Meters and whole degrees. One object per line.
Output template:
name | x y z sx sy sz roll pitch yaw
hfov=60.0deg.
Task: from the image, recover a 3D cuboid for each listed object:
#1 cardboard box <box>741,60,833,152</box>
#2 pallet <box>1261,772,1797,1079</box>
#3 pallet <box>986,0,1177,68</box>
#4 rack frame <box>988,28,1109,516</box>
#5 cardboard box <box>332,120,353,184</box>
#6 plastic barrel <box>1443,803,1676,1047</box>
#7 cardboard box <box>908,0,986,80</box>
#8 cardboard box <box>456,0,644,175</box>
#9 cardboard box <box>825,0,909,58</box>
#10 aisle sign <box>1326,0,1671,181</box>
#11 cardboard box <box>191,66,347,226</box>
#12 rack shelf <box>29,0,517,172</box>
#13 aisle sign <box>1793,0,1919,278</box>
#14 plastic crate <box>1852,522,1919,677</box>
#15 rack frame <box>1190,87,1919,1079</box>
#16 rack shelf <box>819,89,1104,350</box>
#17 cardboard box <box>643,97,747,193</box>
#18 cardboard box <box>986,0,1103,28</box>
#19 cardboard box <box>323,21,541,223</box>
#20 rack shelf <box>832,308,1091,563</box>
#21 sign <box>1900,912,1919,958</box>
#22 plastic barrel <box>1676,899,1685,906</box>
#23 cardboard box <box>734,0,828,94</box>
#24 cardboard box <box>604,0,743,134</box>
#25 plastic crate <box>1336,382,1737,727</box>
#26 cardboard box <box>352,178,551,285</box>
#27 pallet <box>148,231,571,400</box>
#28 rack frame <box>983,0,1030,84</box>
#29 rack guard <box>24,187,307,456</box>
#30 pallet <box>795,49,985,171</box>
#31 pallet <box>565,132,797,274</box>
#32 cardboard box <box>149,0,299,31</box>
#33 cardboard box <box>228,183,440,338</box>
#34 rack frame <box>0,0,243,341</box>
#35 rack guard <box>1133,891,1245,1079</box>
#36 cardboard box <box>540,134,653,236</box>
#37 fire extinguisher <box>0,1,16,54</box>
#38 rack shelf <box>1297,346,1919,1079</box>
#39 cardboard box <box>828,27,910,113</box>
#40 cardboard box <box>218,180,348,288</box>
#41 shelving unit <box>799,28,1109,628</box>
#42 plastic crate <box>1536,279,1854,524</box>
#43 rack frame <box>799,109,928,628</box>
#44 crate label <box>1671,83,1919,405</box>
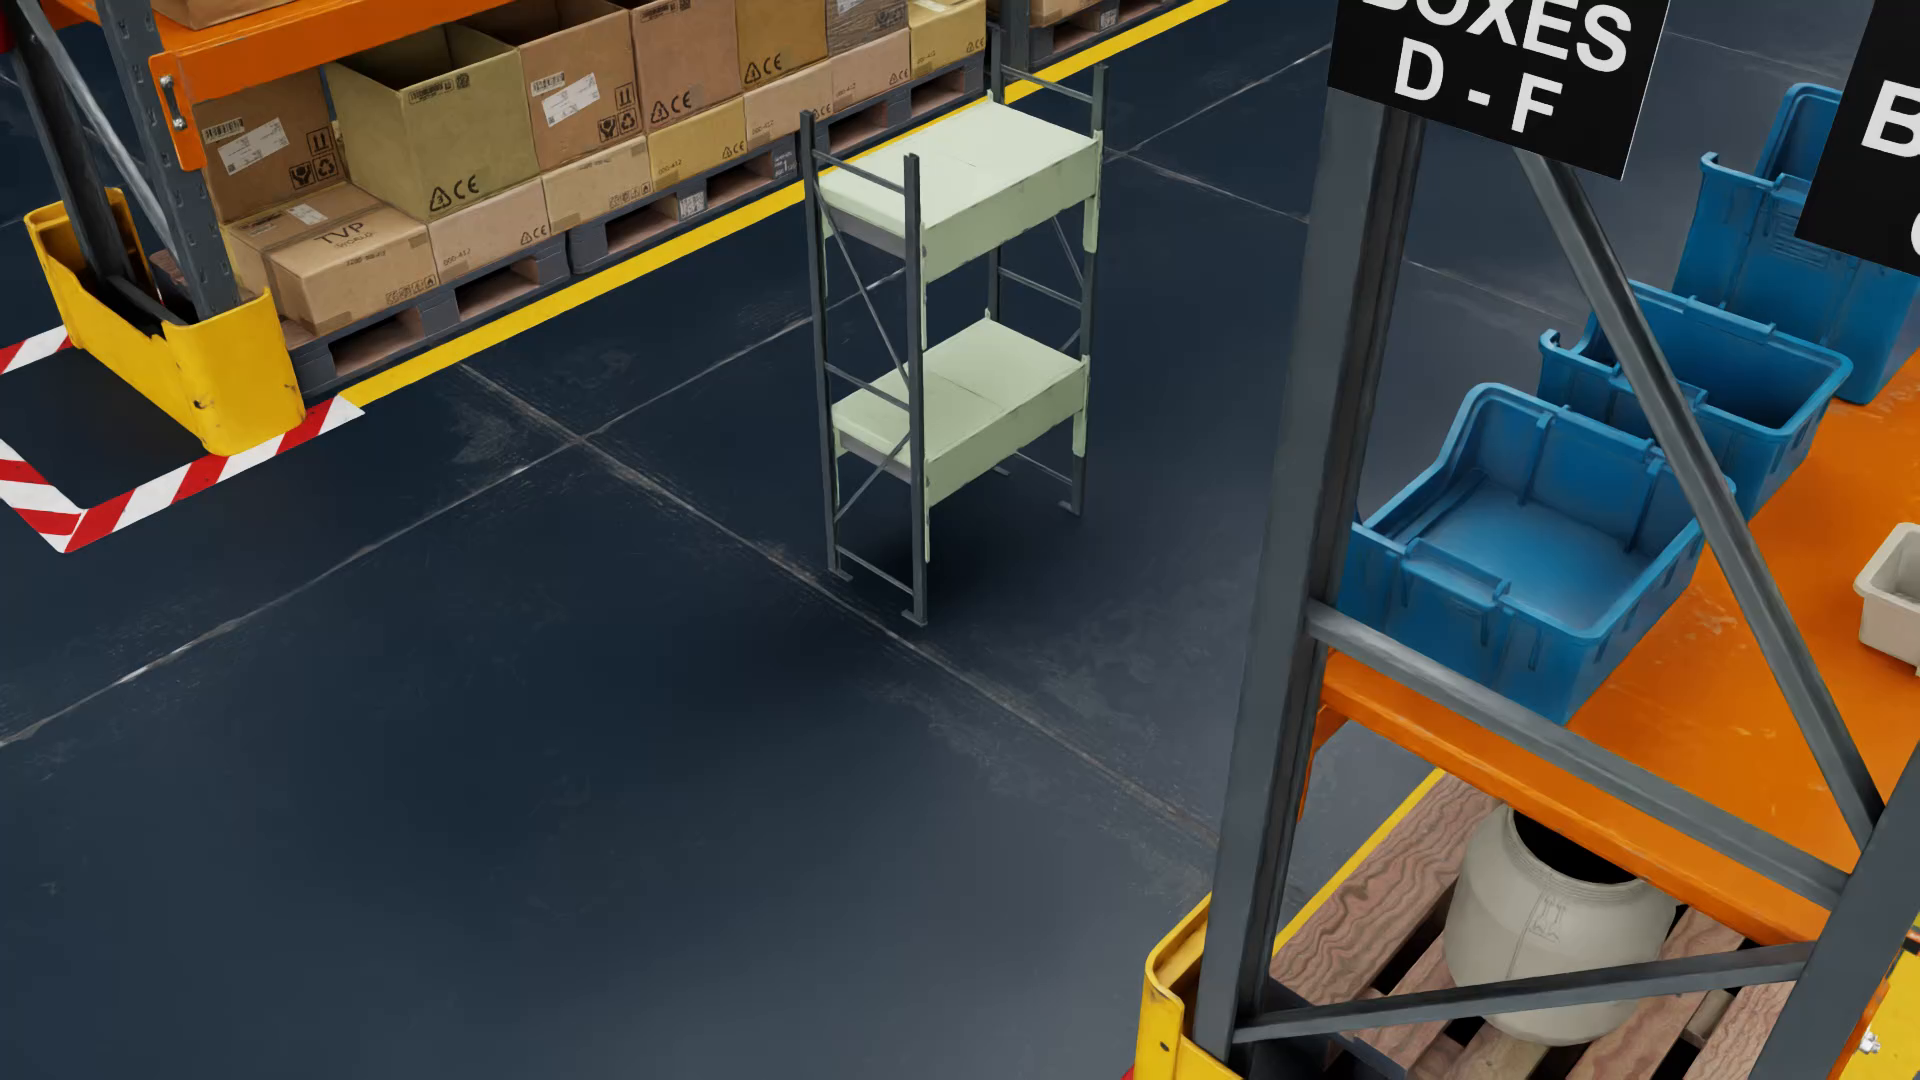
cardboard box | -0.899 -1.934 7.143 0.500 0.250 0.500 30 47 32
pallet | 1.447 0.973 3.856 1.003 0.211 1.213 30 47 32
pallet | 0.391 -2.875 8.696 1.003 0.211 1.213 30 47 32
rack frame | 0.242 -0.752 4.991 0.400 1.500 0.023 30 47 32
cardboard box | -2.303 -1.467 6.557 0.500 0.250 0.500 30 47 32
plastic barrel | 1.266 0.782 3.517 0.421 0.512 0.421 0 38 0
cardboard box | -0.228 -2.395 7.724 0.500 0.250 0.500 30 47 32
cardboard box | -1.586 -1.774 6.341 0.500 0.500 0.500 30 47 32
cardboard box | -0.574 -2.464 7.208 0.500 0.500 0.500 30 47 32
aisle sign | 0.611 -0.802 1.759 0.394 0.787 0.004 30 47 32
cardboard box | -2.633 -1.527 6.030 0.500 0.500 0.500 30 47 32
rack shelf | -1.426 -2.411 6.450 1.077 0.370 4.000 30 47 32
aisle sign | 1.046 -0.554 1.448 0.394 0.787 0.004 30 47 32
plastic crate | 1.720 0.135 2.882 0.298 0.136 0.250 30 47 32
rack frame | 0.881 0.309 2.451 0.949 2.616 0.053 30 47 32
rack shelf | -0.004 -0.889 4.536 0.431 0.370 0.720 30 47 32
cardboard box | -1.236 -1.704 6.854 0.500 0.250 0.500 30 47 32
cardboard box | 0.378 -2.781 8.209 0.500 0.250 0.500 28 47 31
cardboard box | -1.914 -1.539 6.045 0.500 0.500 0.500 30 47 32
rack shelf | -0.004 -0.329 4.982 0.431 0.370 0.720 30 47 32
sign | 1.281 0.432 2.074 0.100 0.325 0.005 30 47 32
plastic barrel | 1.604 0.552 3.807 0.421 0.512 0.421 0 38 0
cardboard box | -0.909 -2.232 6.917 0.500 0.500 0.500 30 47 32
cardboard box | -1.236 -1.997 6.620 0.500 0.500 0.500 30 47 32
plastic crate | 0.995 0.010 2.947 0.499 0.251 0.616 30 47 32
cardboard box | -1.915 -1.246 6.279 0.500 0.250 0.500 30 47 32
pallet | -2.290 -1.052 6.403 1.003 0.211 1.213 30 47 32
rack frame | -0.077 -3.612 7.382 1.000 3.000 0.127 30 47 32
rack guard | -2.792 -0.785 5.835 1.175 0.500 0.348 30 47 32
pallet | -0.644 -2.173 7.812 1.003 0.211 1.213 30 47 32
pallet | -1.467 -1.609 7.104 1.003 0.211 1.213 30 47 32
cardboard box | -2.451 -2.022 5.303 0.700 0.500 0.500 30 47 32
cardboard box | -2.249 -1.015 5.988 0.500 0.250 0.500 30 47 32
rack frame | -2.775 -1.774 5.071 1.000 3.000 0.127 30 47 32
rack guard | 0.895 1.231 3.300 1.175 0.500 0.348 30 47 32
cardboard box | -1.577 -1.476 6.568 0.500 0.250 0.500 30 47 32
fire extinguisher | -3.198 -1.885 5.272 0.296 0.674 0.183 30 47 32
rack shelf | 2.228 -0.330 3.833 1.077 0.370 4.000 30 47 32
cardboard box | -0.573 -2.169 7.440 0.500 0.250 0.500 30 47 32
cardboard box | -2.632 -1.233 6.262 0.500 0.250 0.500 30 47 32
shelving unit | -0.004 -0.584 4.779 0.431 1.500 0.755 30 47 32
plastic crate | 1.437 -0.286 3.319 0.499 0.251 0.408 30 47 32
rack frame | -0.251 -0.416 4.568 0.400 1.500 0.023 30 47 32
crate label | 1.920 -0.665 3.648 0.502 0.435 0.616 30 47 32
